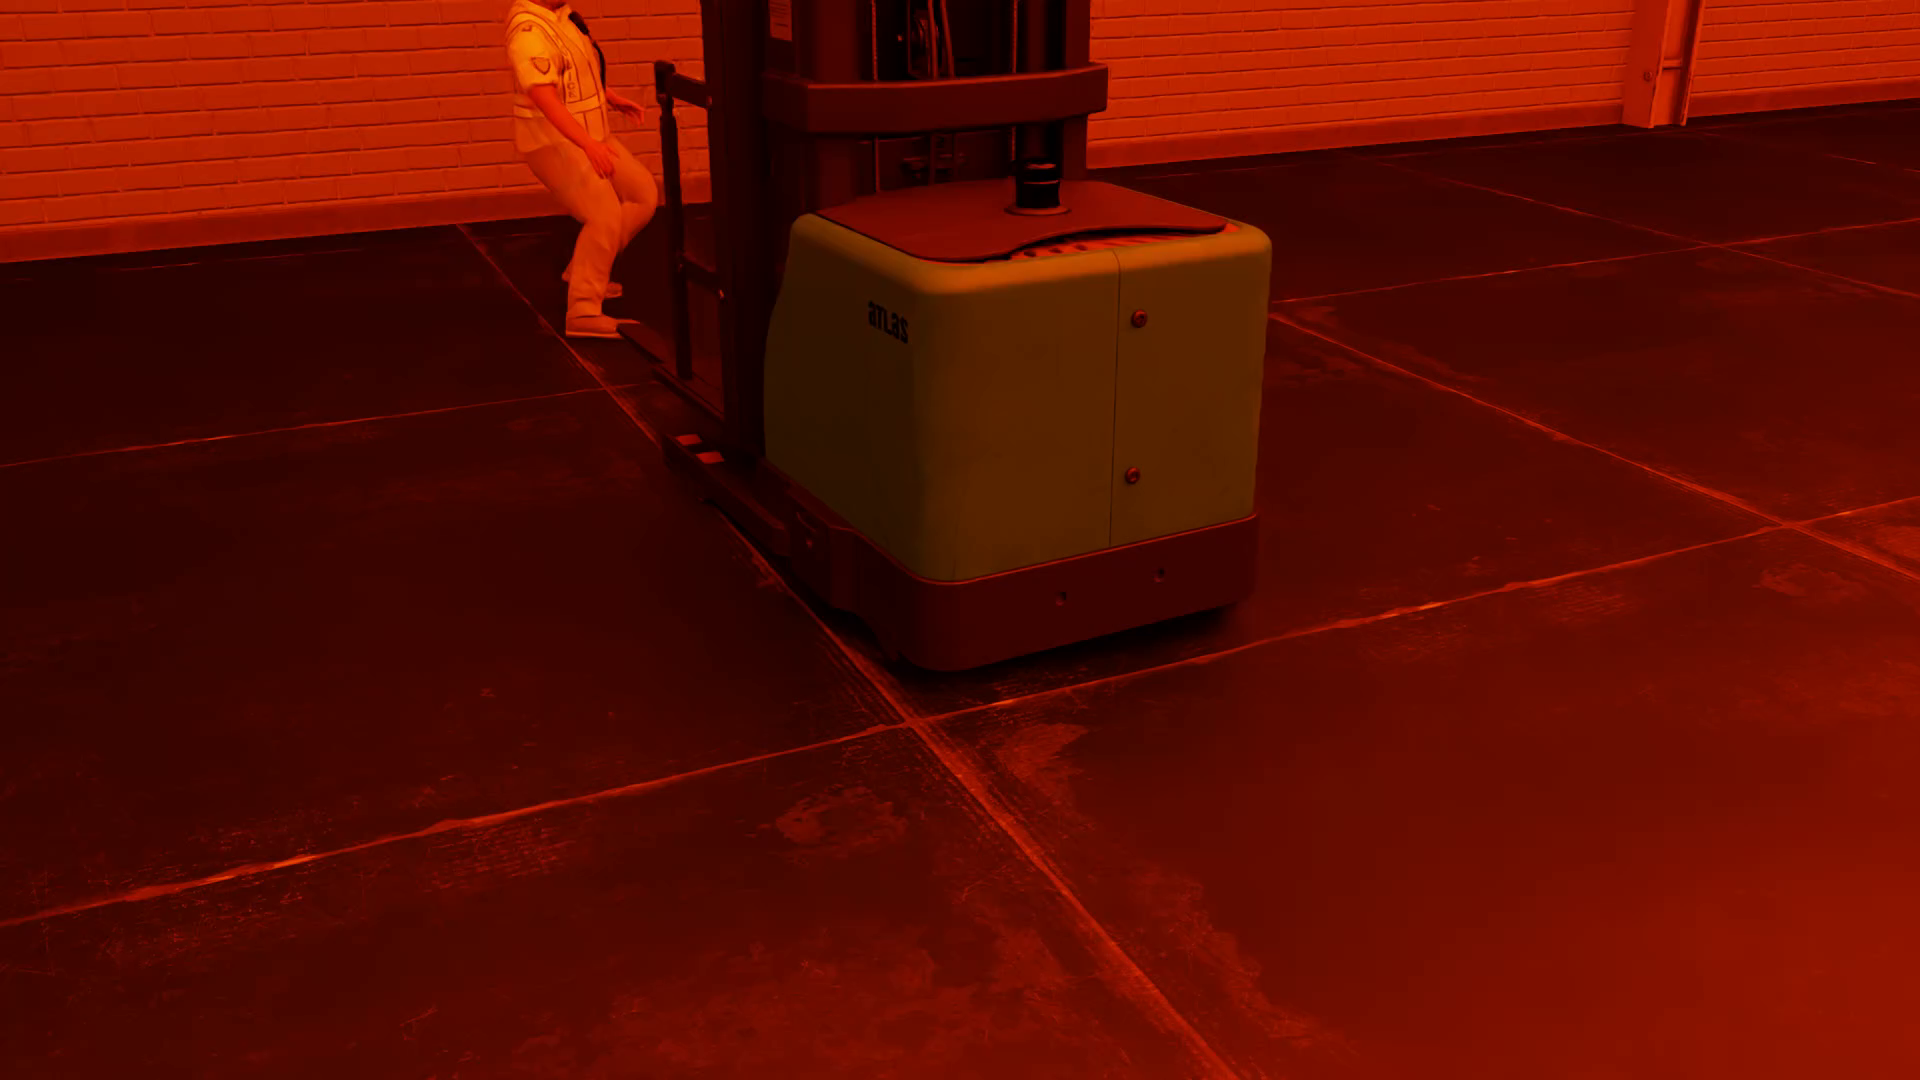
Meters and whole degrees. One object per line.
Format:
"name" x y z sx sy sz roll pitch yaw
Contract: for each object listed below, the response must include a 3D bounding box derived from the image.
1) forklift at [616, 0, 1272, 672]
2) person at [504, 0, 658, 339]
"forklift" -0.338 -1.551 5.019 1.130 2.935 3.031 -12 25 -26
"person" -1.642 -1.747 7.193 0.571 1.613 0.865 2 23 5
